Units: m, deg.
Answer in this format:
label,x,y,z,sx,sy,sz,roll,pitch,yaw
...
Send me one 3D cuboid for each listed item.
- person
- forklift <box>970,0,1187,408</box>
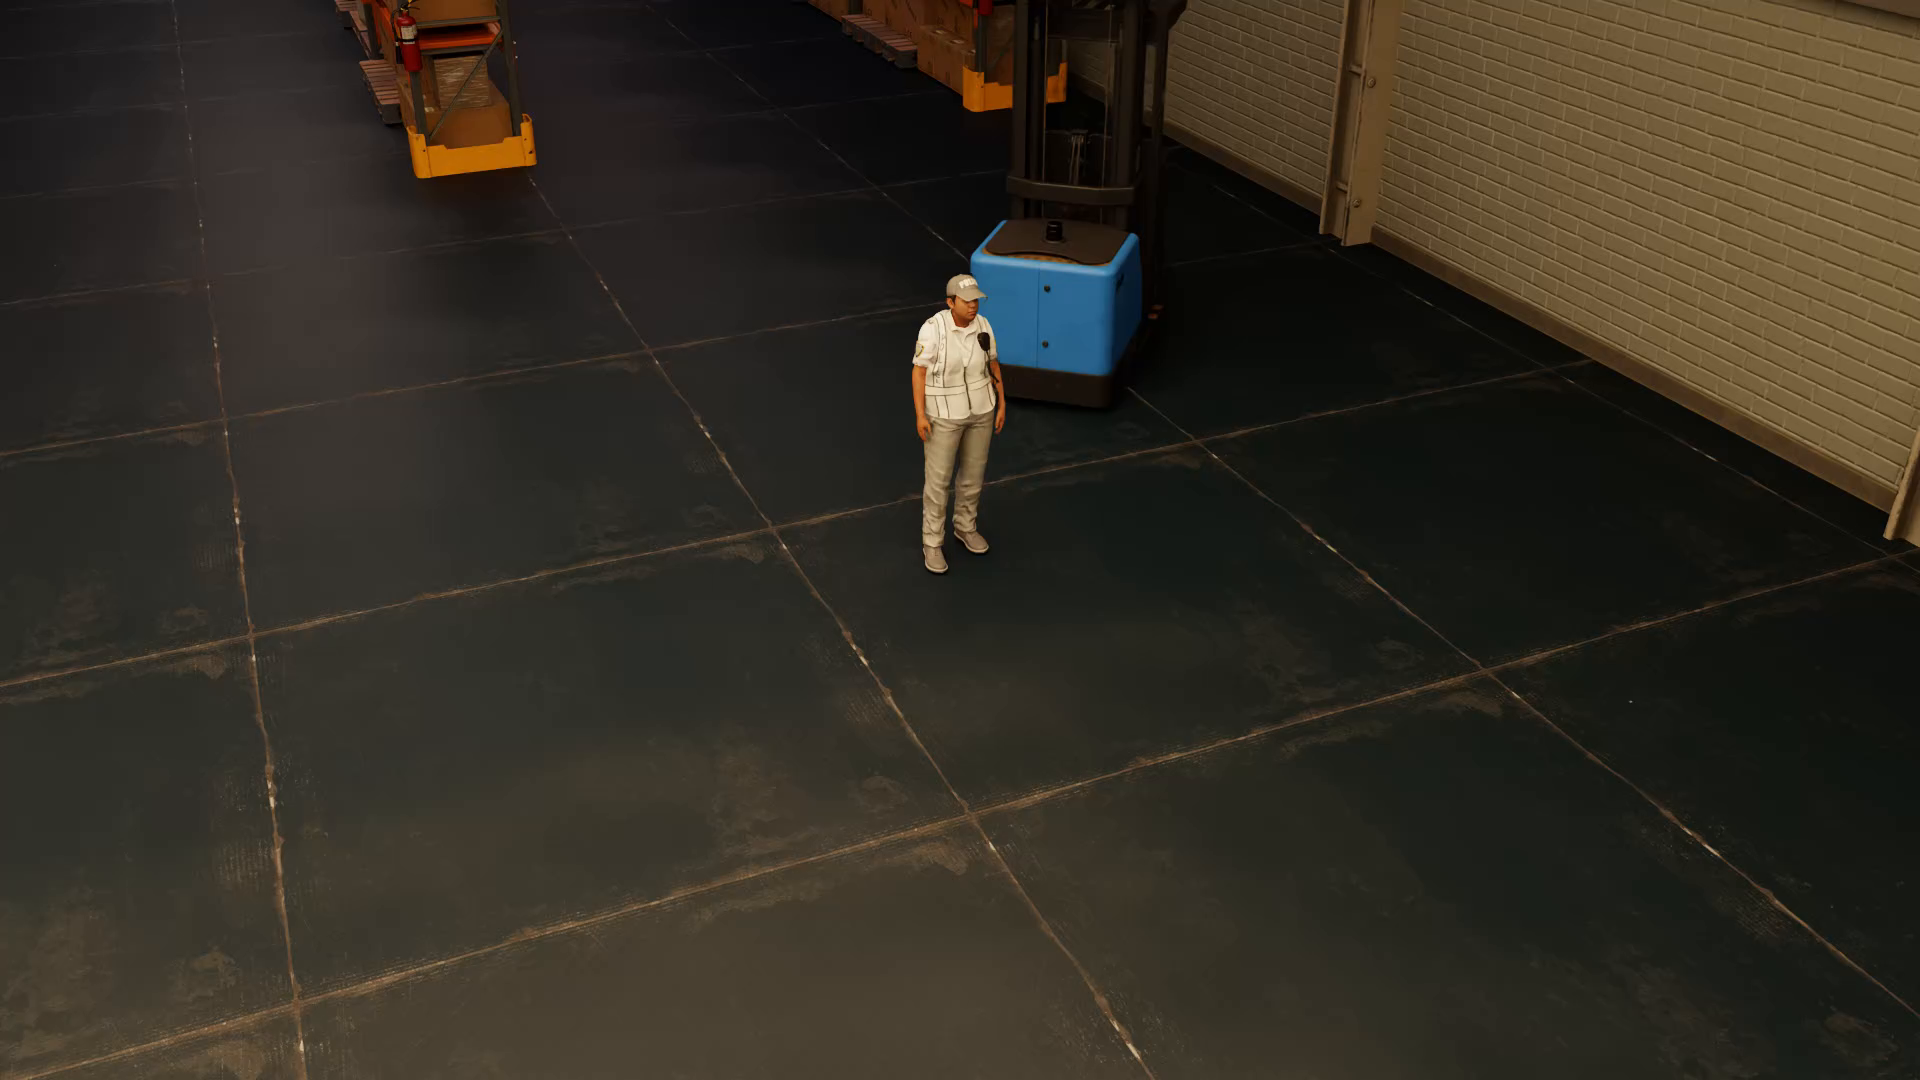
label,x,y,z,sx,sy,sz,roll,pitch,yaw
person,0.009,-0.687,9.589,0.597,1.661,0.529,-12,32,-20
forklift,0.983,-2.906,12.202,1.130,2.935,3.031,9,31,15
